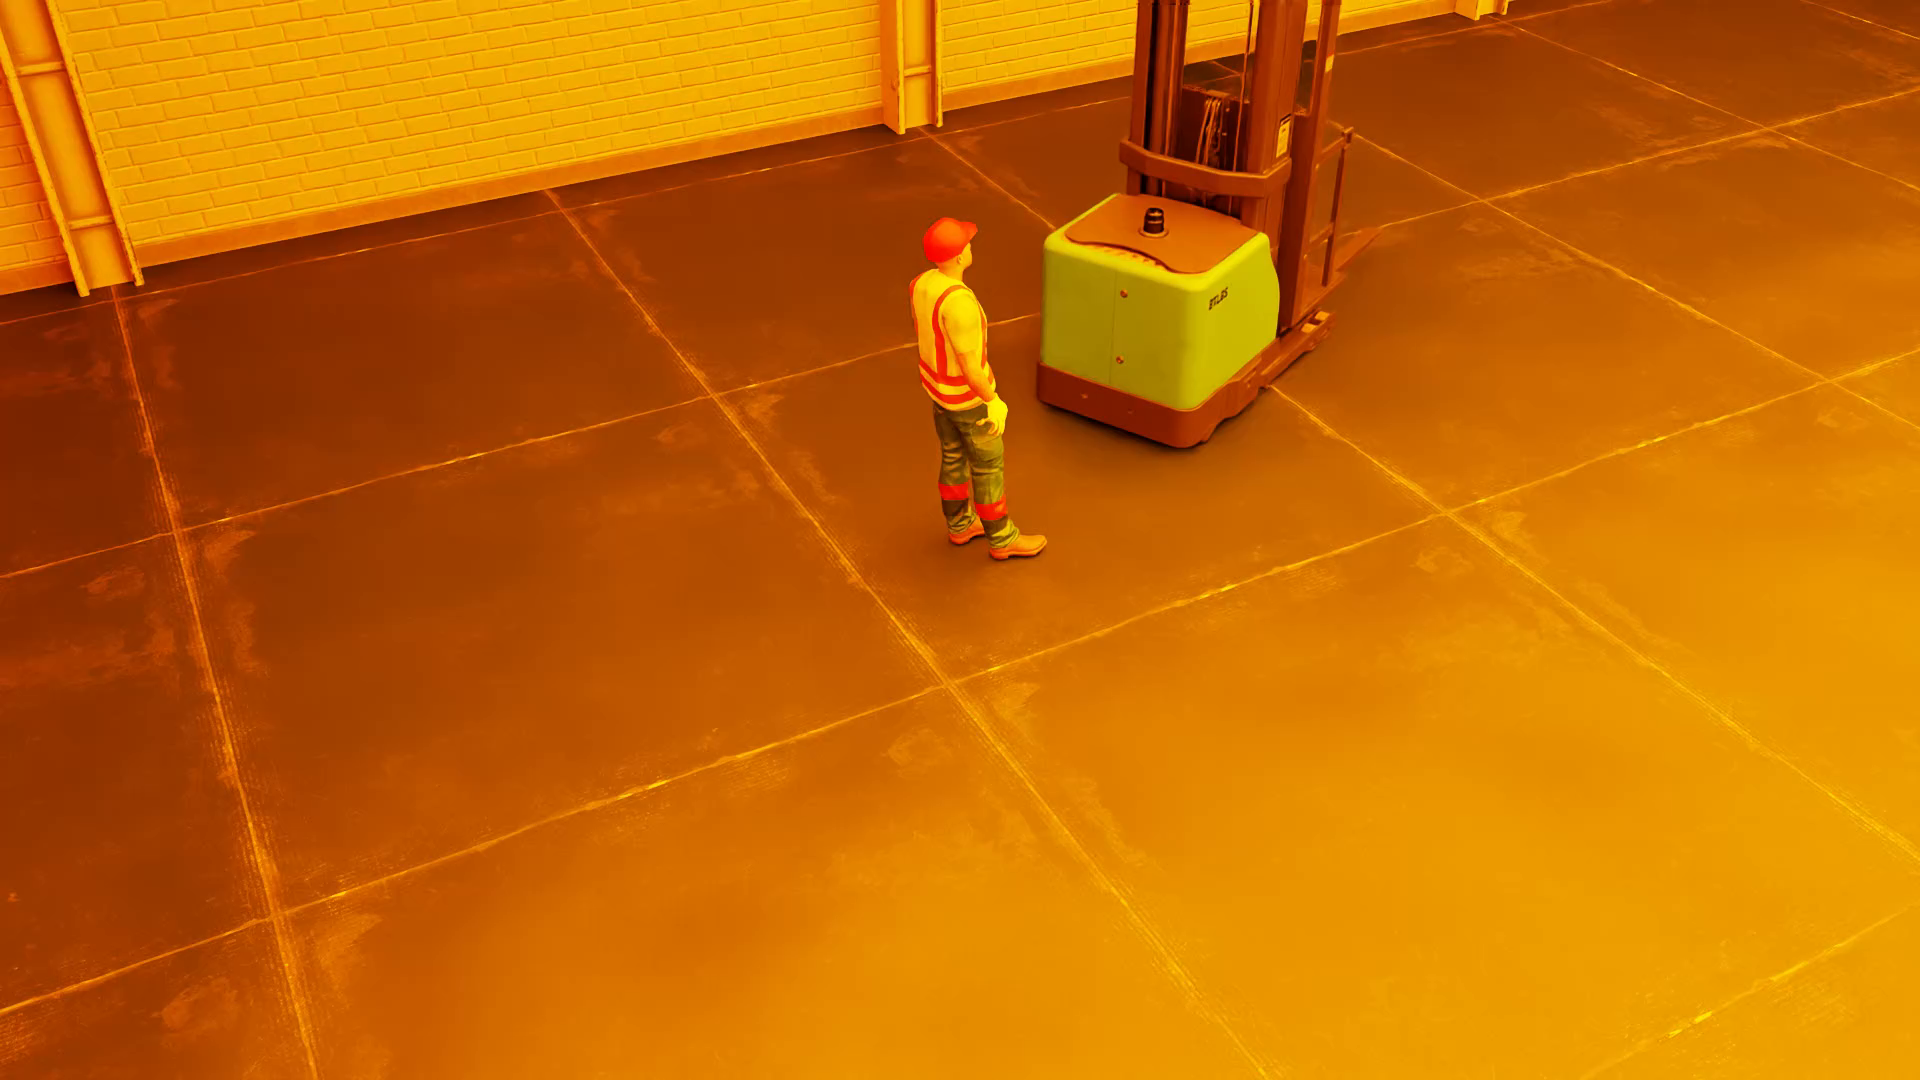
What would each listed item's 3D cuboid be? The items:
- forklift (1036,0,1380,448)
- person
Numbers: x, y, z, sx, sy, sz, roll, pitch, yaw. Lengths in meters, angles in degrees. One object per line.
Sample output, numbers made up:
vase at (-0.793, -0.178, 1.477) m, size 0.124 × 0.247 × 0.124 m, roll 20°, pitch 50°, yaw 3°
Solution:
forklift at (1.704, -2.517, 9.684) m, size 1.130 × 2.935 × 3.031 m, roll 22°, pitch 41°, yaw 28°
person at (0.077, -0.752, 8.163) m, size 0.563 × 1.788 × 0.638 m, roll -17°, pitch 39°, yaw -23°
